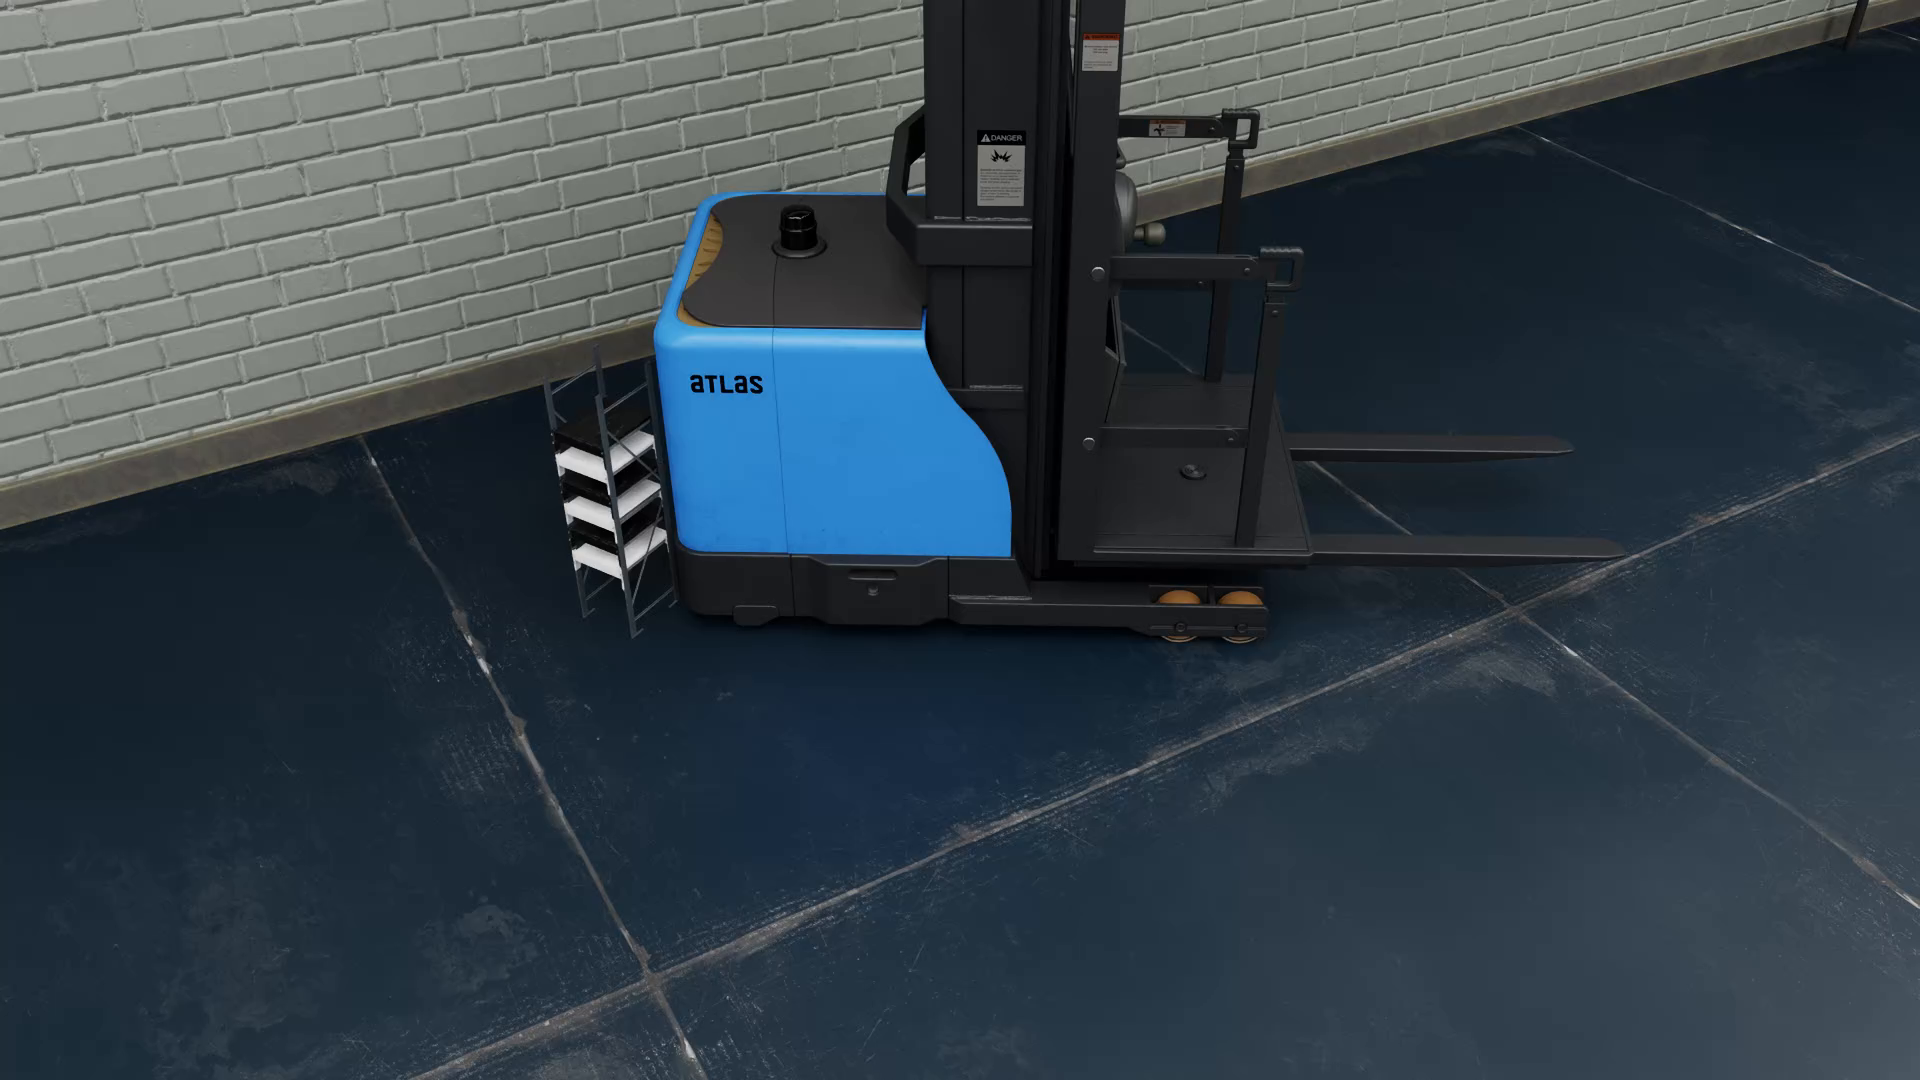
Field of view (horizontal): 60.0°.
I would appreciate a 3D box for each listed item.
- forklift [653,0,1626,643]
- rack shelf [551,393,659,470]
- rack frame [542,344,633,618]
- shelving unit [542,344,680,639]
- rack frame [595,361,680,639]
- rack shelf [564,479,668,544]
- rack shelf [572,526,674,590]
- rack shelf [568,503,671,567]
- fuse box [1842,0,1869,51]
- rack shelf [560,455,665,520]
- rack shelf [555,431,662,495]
[{"bbox_3d":[0.623,-1.174,4.873,3.031,2.935,1.130,1,36,1],"label":"forklift"},{"bbox_3d":[-1.073,-0.330,5.038,0.200,0.077,0.258,20,40,25],"label":"rack shelf"},{"bbox_3d":[-1.160,-0.170,5.220,0.006,0.900,0.240,20,40,25],"label":"rack frame"},{"bbox_3d":[-1.073,-0.139,5.178,0.210,0.900,0.258,20,40,25],"label":"shelving unit"},{"bbox_3d":[-0.986,-0.108,5.135,0.006,0.900,0.240,20,40,25],"label":"rack frame"},{"bbox_3d":[-1.073,-0.112,5.197,0.200,0.077,0.258,20,40,25],"label":"rack shelf"},{"bbox_3d":[-1.073,0.033,5.304,0.200,0.077,0.258,20,40,25],"label":"rack shelf"},{"bbox_3d":[-1.073,-0.040,5.251,0.200,0.077,0.258,20,40,25],"label":"rack shelf"},{"bbox_3d":[5.184,-3.528,9.129,0.539,1.711,0.414,-19,40,-24],"label":"fuse box"},{"bbox_3d":[-1.073,-0.185,5.144,0.200,0.077,0.258,20,40,25],"label":"rack shelf"},{"bbox_3d":[-1.073,-0.258,5.091,0.200,0.077,0.258,20,40,25],"label":"rack shelf"}]
